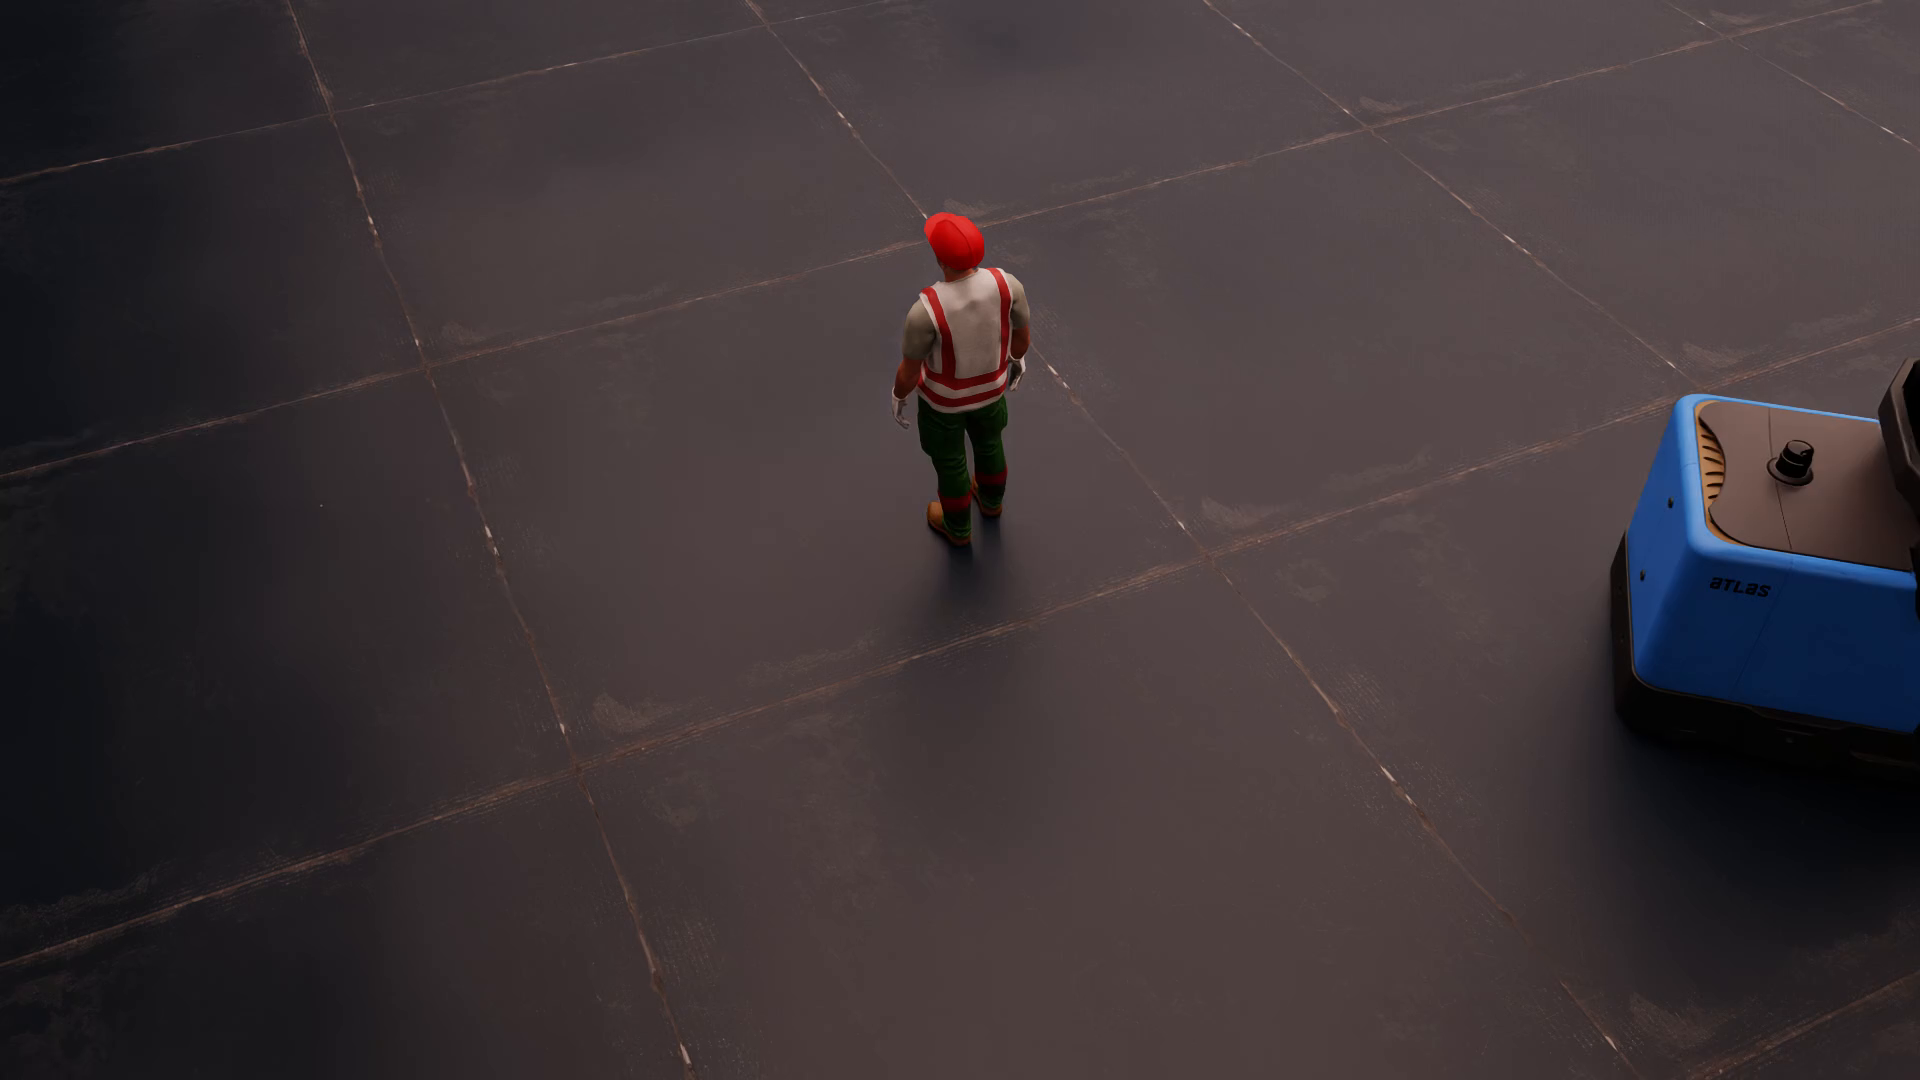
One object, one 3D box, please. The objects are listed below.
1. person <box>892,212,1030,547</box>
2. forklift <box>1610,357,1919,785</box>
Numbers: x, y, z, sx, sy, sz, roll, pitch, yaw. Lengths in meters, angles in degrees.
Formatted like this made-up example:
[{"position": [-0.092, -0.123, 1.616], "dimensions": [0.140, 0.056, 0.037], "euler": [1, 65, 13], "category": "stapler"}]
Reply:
[{"position": [-0.024, -0.712, 7.270], "dimensions": [0.638, 1.789, 0.562], "euler": [-18, 46, -18], "category": "person"}, {"position": [4.323, -0.342, 6.046], "dimensions": [3.031, 2.935, 1.130], "euler": [10, 44, 10], "category": "forklift"}]
